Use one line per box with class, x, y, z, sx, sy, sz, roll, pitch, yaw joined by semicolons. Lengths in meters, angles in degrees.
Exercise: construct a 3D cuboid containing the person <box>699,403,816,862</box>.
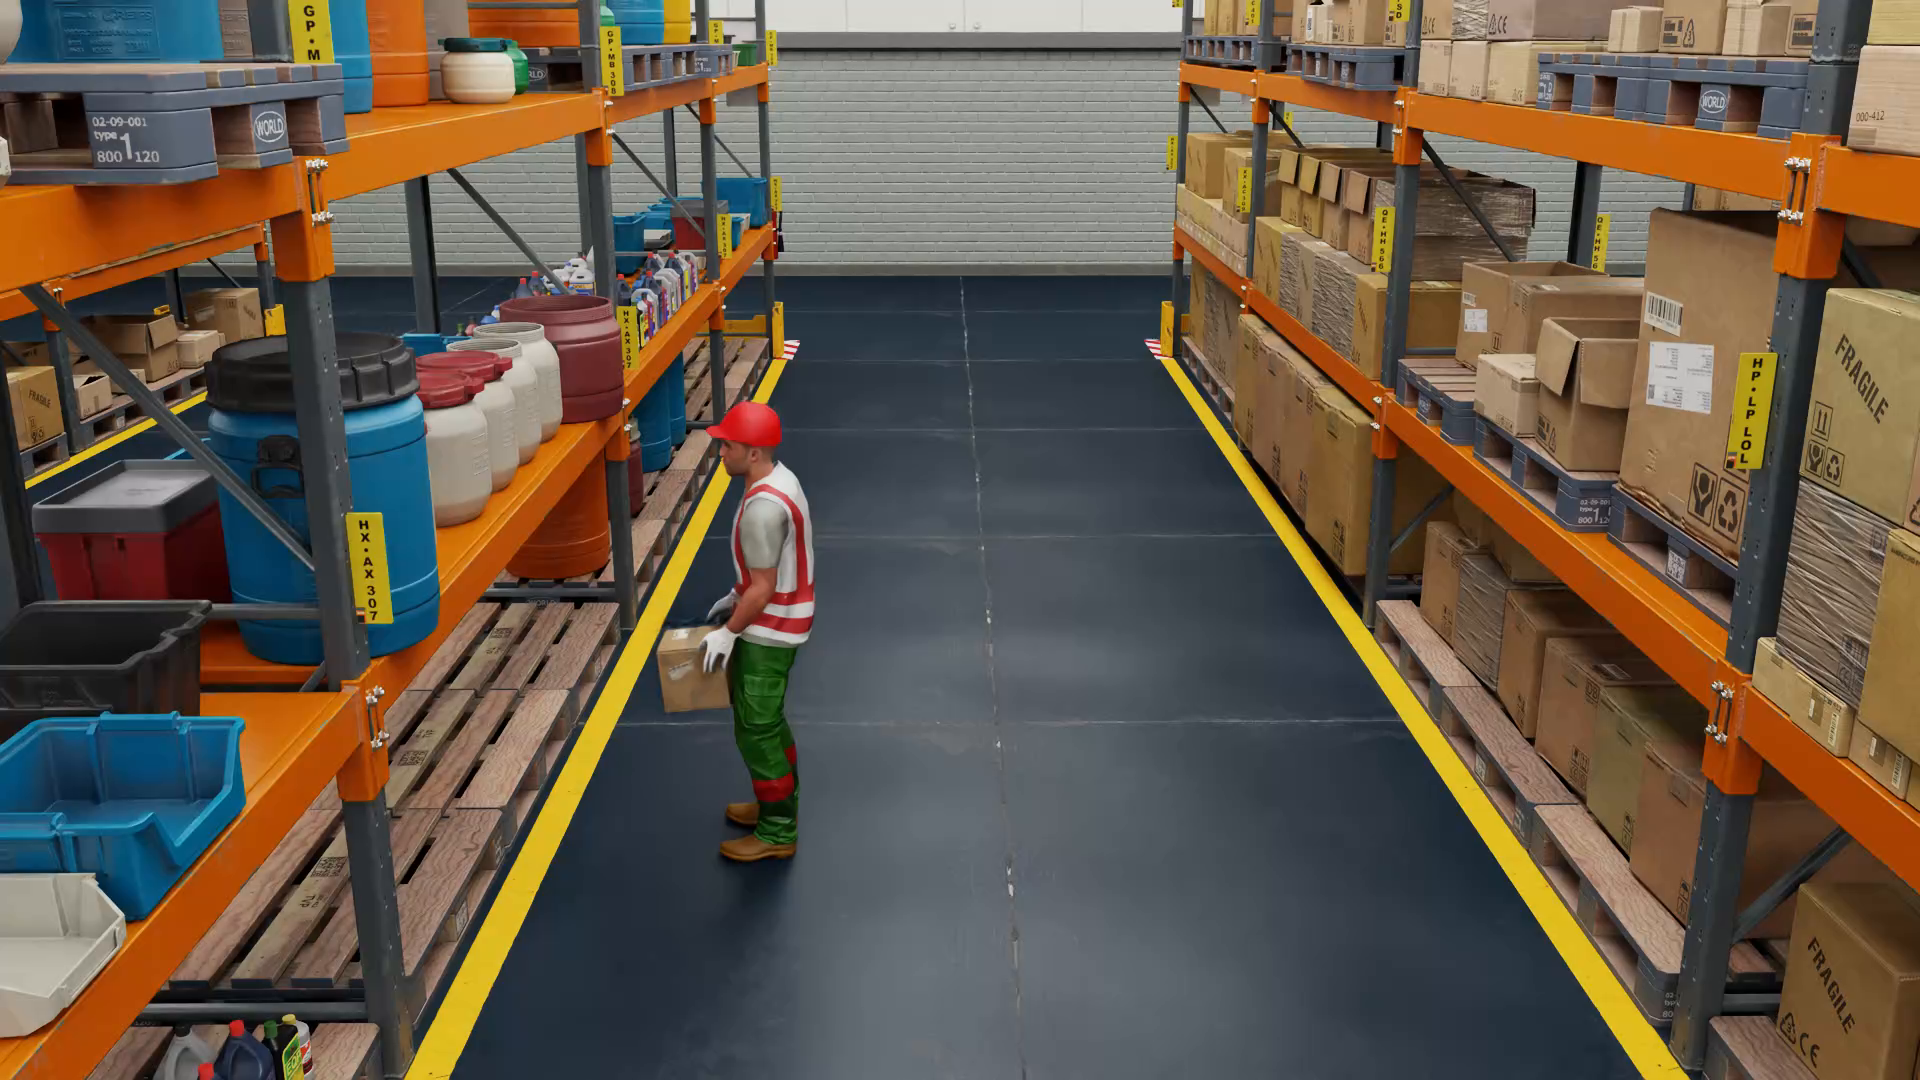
person;-0.755;0.350;6.361;0.411;1.784;0.550;-1;17;-2
